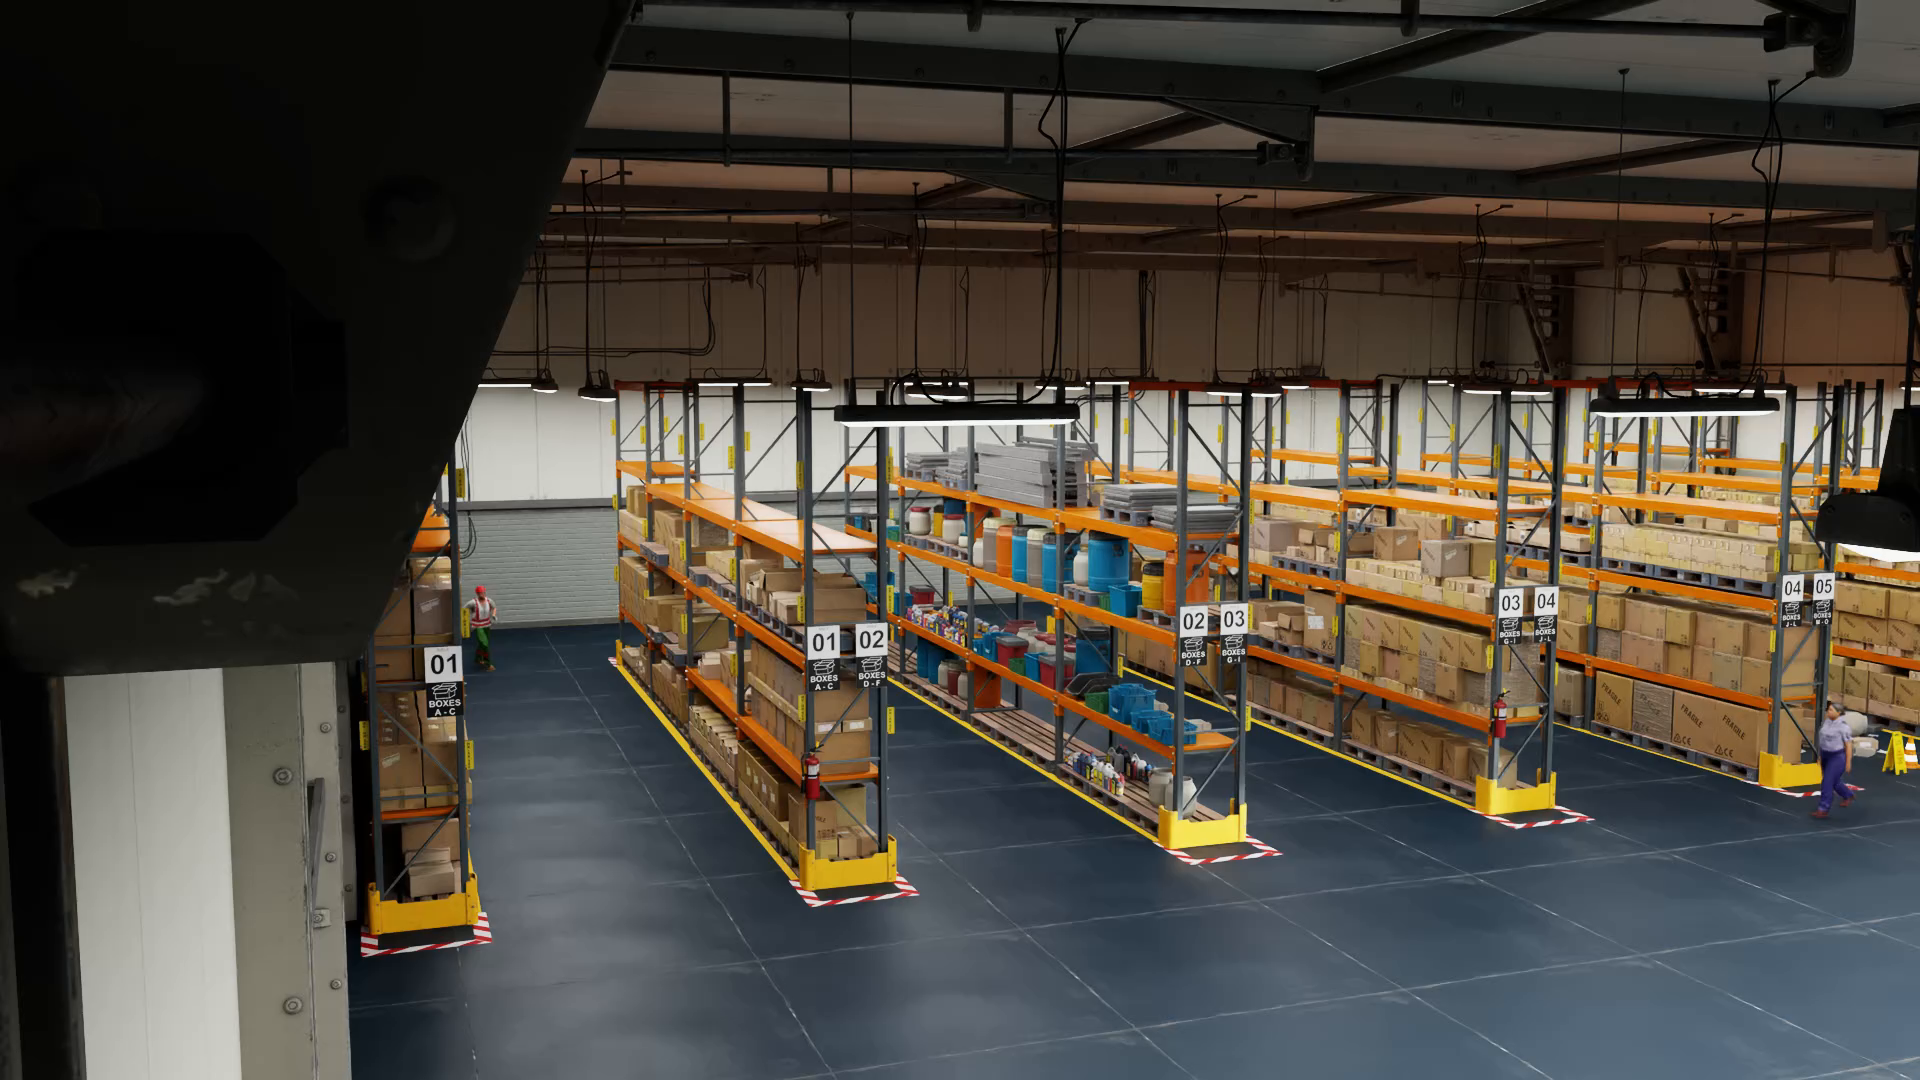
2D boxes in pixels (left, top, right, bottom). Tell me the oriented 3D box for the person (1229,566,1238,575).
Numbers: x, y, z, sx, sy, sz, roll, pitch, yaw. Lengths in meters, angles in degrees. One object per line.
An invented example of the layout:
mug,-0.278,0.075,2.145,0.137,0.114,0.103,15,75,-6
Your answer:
person,7.316,0.878,43.912,0.475,1.722,0.569,2,6,18

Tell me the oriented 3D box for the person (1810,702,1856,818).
person,12.304,3.066,23.324,0.962,1.590,0.480,-2,6,-18

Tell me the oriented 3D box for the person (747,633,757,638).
person,-4.186,1.775,34.984,0.593,1.706,1.105,-4,7,-30

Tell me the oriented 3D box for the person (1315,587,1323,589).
person,7.512,1.849,34.527,0.524,1.759,0.565,-5,8,-40

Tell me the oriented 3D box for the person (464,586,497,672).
person,-9.952,1.823,34.473,0.813,1.797,0.748,5,8,42
